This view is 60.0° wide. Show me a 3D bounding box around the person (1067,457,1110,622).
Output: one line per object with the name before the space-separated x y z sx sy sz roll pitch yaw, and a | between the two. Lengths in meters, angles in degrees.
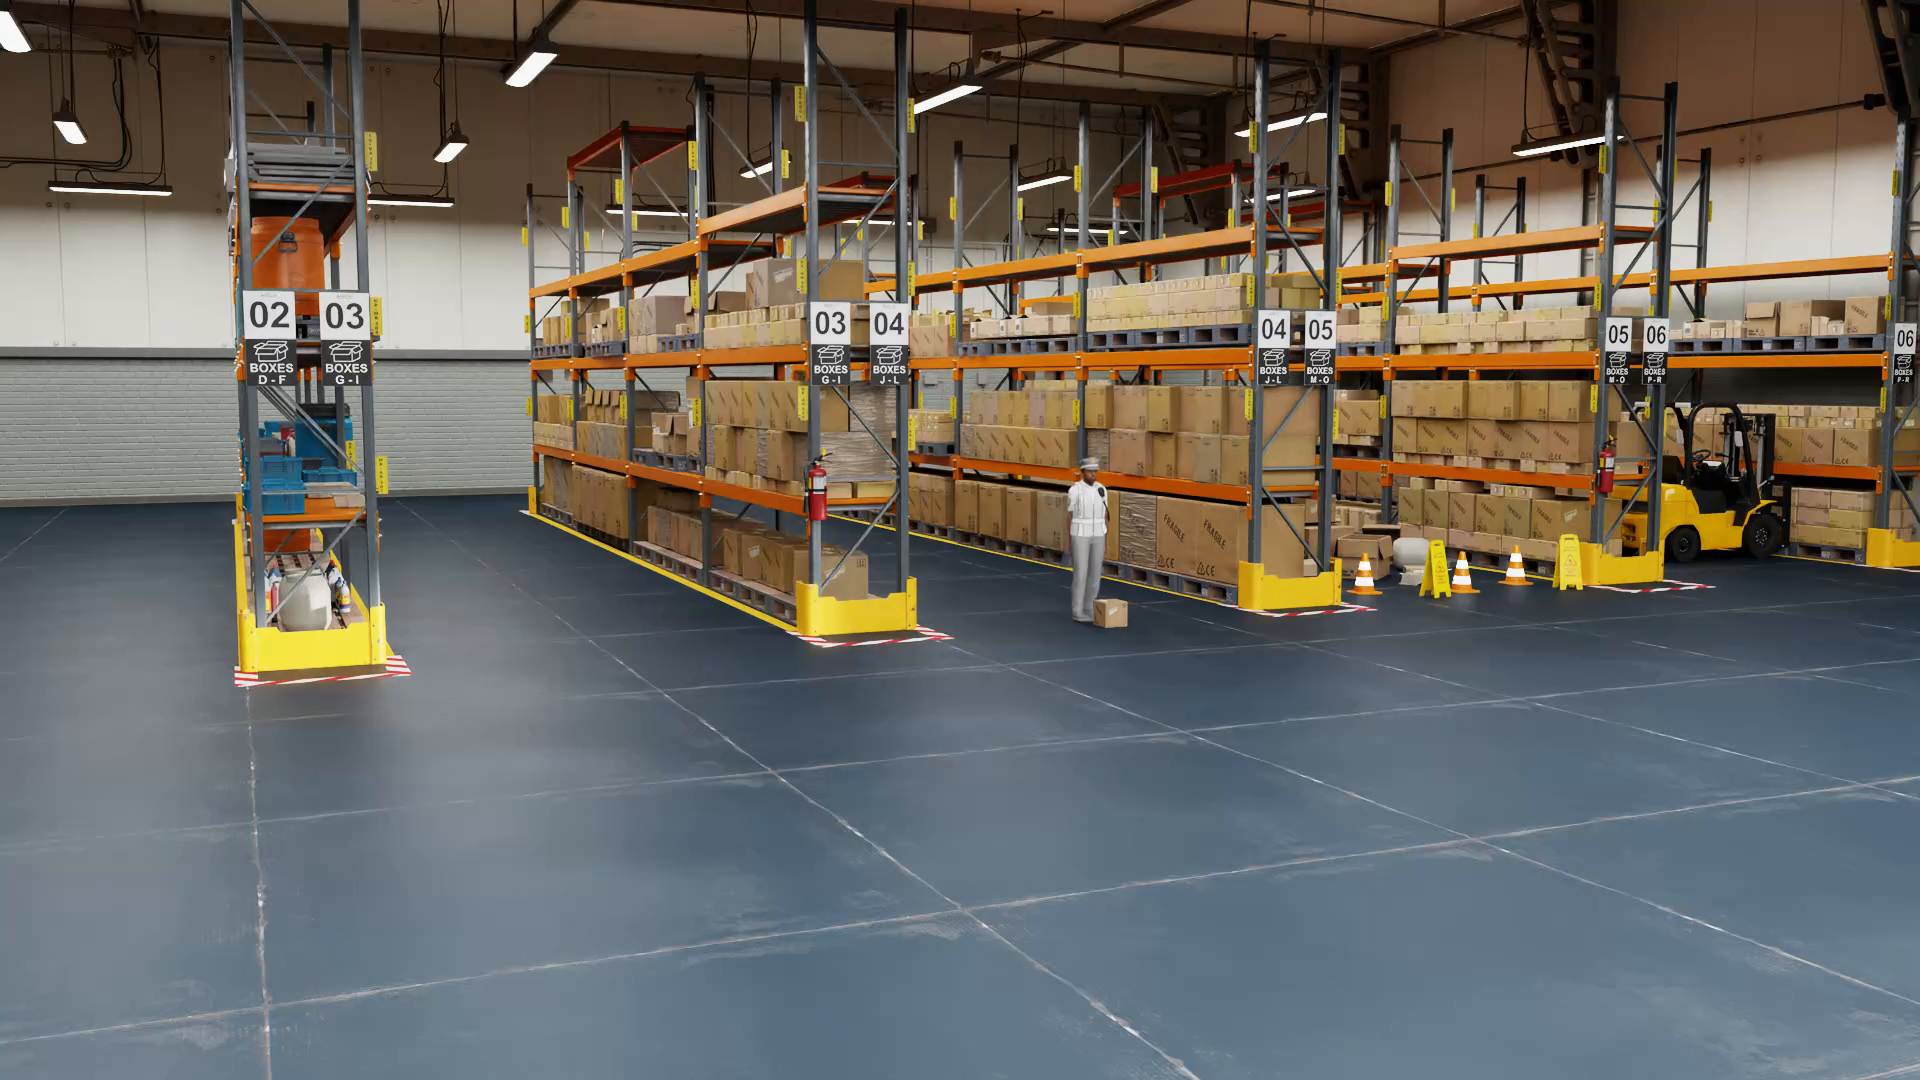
person | 1.342 -0.012 17.048 0.441 1.681 0.428 -2 6 -22
